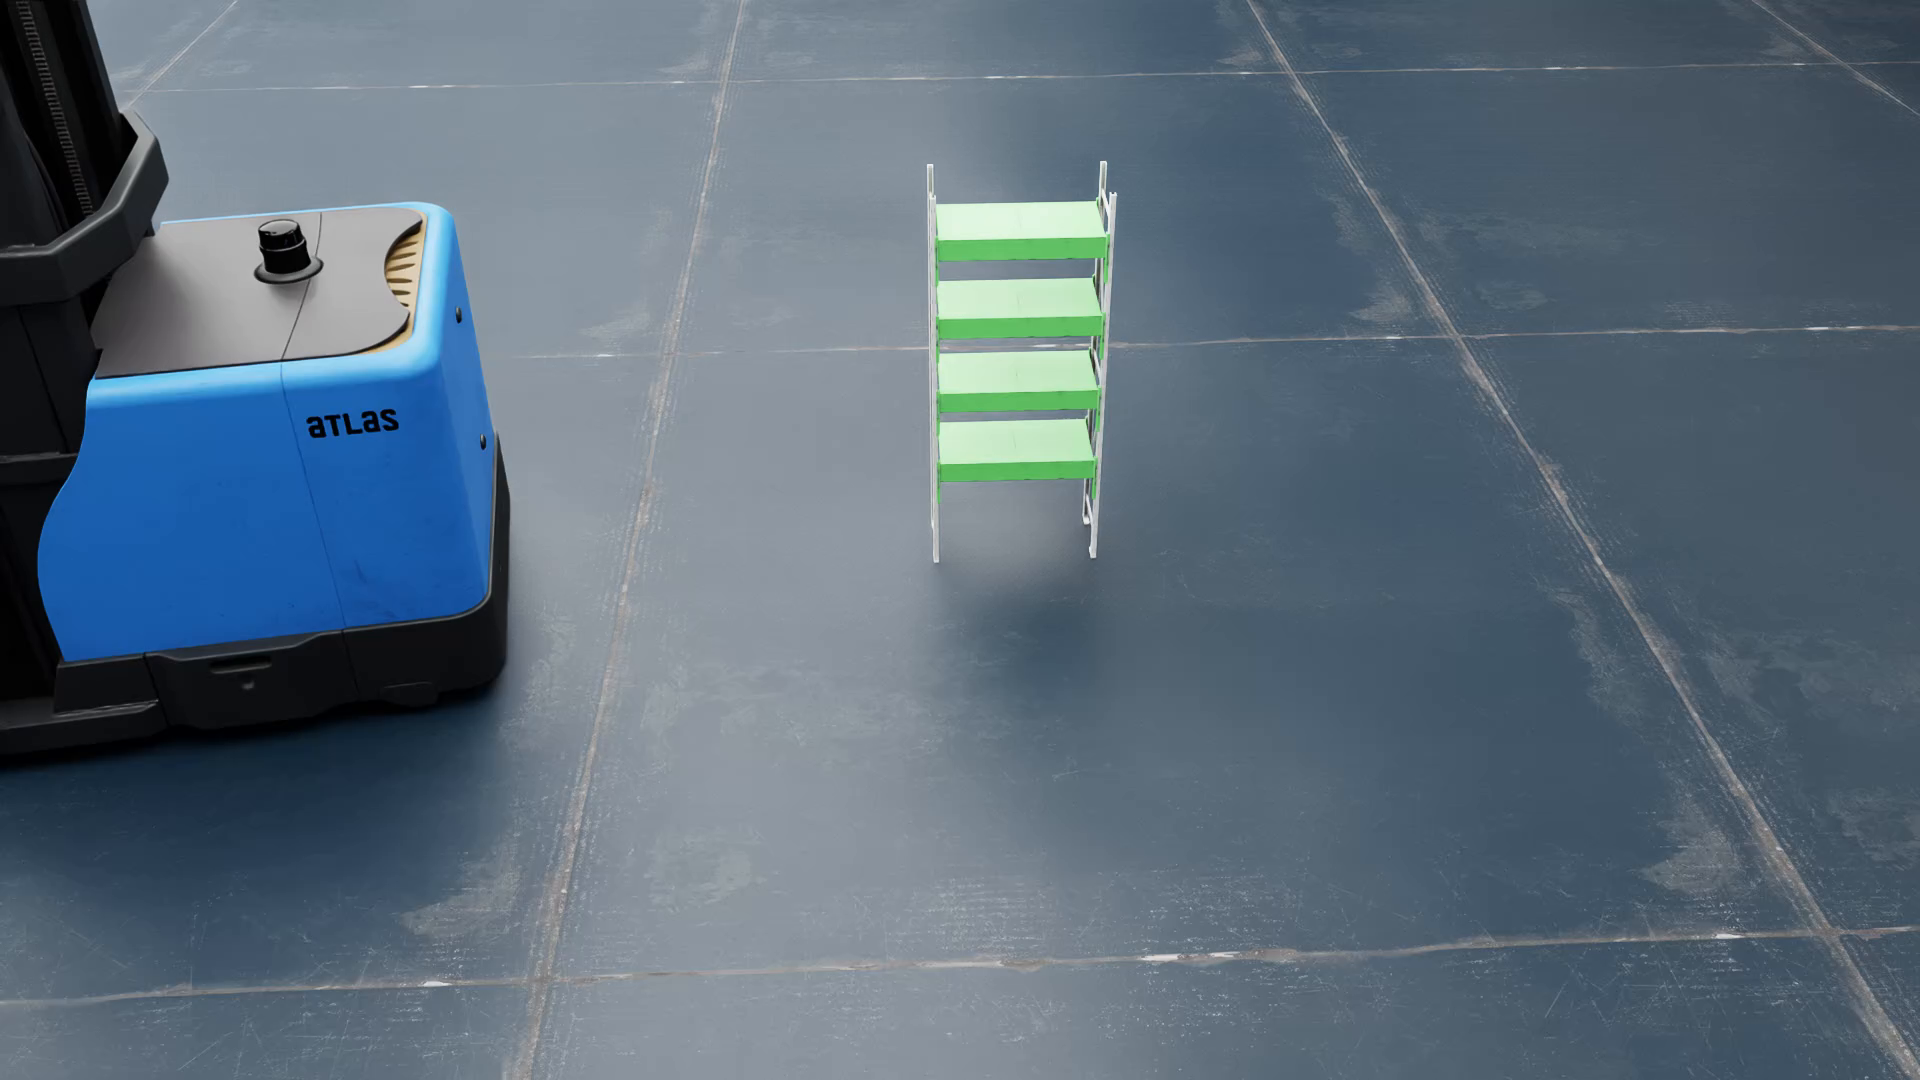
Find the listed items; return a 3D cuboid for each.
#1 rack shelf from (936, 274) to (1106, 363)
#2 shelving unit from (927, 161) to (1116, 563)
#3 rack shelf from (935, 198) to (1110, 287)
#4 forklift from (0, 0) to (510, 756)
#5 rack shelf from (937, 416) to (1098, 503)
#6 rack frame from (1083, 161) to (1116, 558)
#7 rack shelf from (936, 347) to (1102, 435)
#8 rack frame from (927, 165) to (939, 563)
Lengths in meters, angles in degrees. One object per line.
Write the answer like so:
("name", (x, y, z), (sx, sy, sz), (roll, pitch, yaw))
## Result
("rack shelf", (0.165, -0.643, 4.815), (0.480, 0.148, 0.258), (-2, 35, -2))
("shelving unit", (0.165, -0.498, 4.915), (0.503, 1.200, 0.258), (-2, 35, -2))
("rack shelf", (0.165, -0.840, 4.678), (0.480, 0.148, 0.258), (-2, 35, -2))
("forklift", (-2.836, -0.869, 3.930), (3.031, 2.935, 1.130), (-7, 35, -10))
("rack shelf", (0.165, -0.248, 5.088), (0.480, 0.148, 0.258), (-2, 35, -2))
("rack frame", (0.409, -0.504, 4.924), (0.015, 1.200, 0.240), (-2, 35, -2))
("rack shelf", (0.165, -0.445, 4.951), (0.480, 0.148, 0.258), (-2, 35, -2))
("rack frame", (-0.078, -0.491, 4.905), (0.015, 1.200, 0.240), (-2, 35, -2))
